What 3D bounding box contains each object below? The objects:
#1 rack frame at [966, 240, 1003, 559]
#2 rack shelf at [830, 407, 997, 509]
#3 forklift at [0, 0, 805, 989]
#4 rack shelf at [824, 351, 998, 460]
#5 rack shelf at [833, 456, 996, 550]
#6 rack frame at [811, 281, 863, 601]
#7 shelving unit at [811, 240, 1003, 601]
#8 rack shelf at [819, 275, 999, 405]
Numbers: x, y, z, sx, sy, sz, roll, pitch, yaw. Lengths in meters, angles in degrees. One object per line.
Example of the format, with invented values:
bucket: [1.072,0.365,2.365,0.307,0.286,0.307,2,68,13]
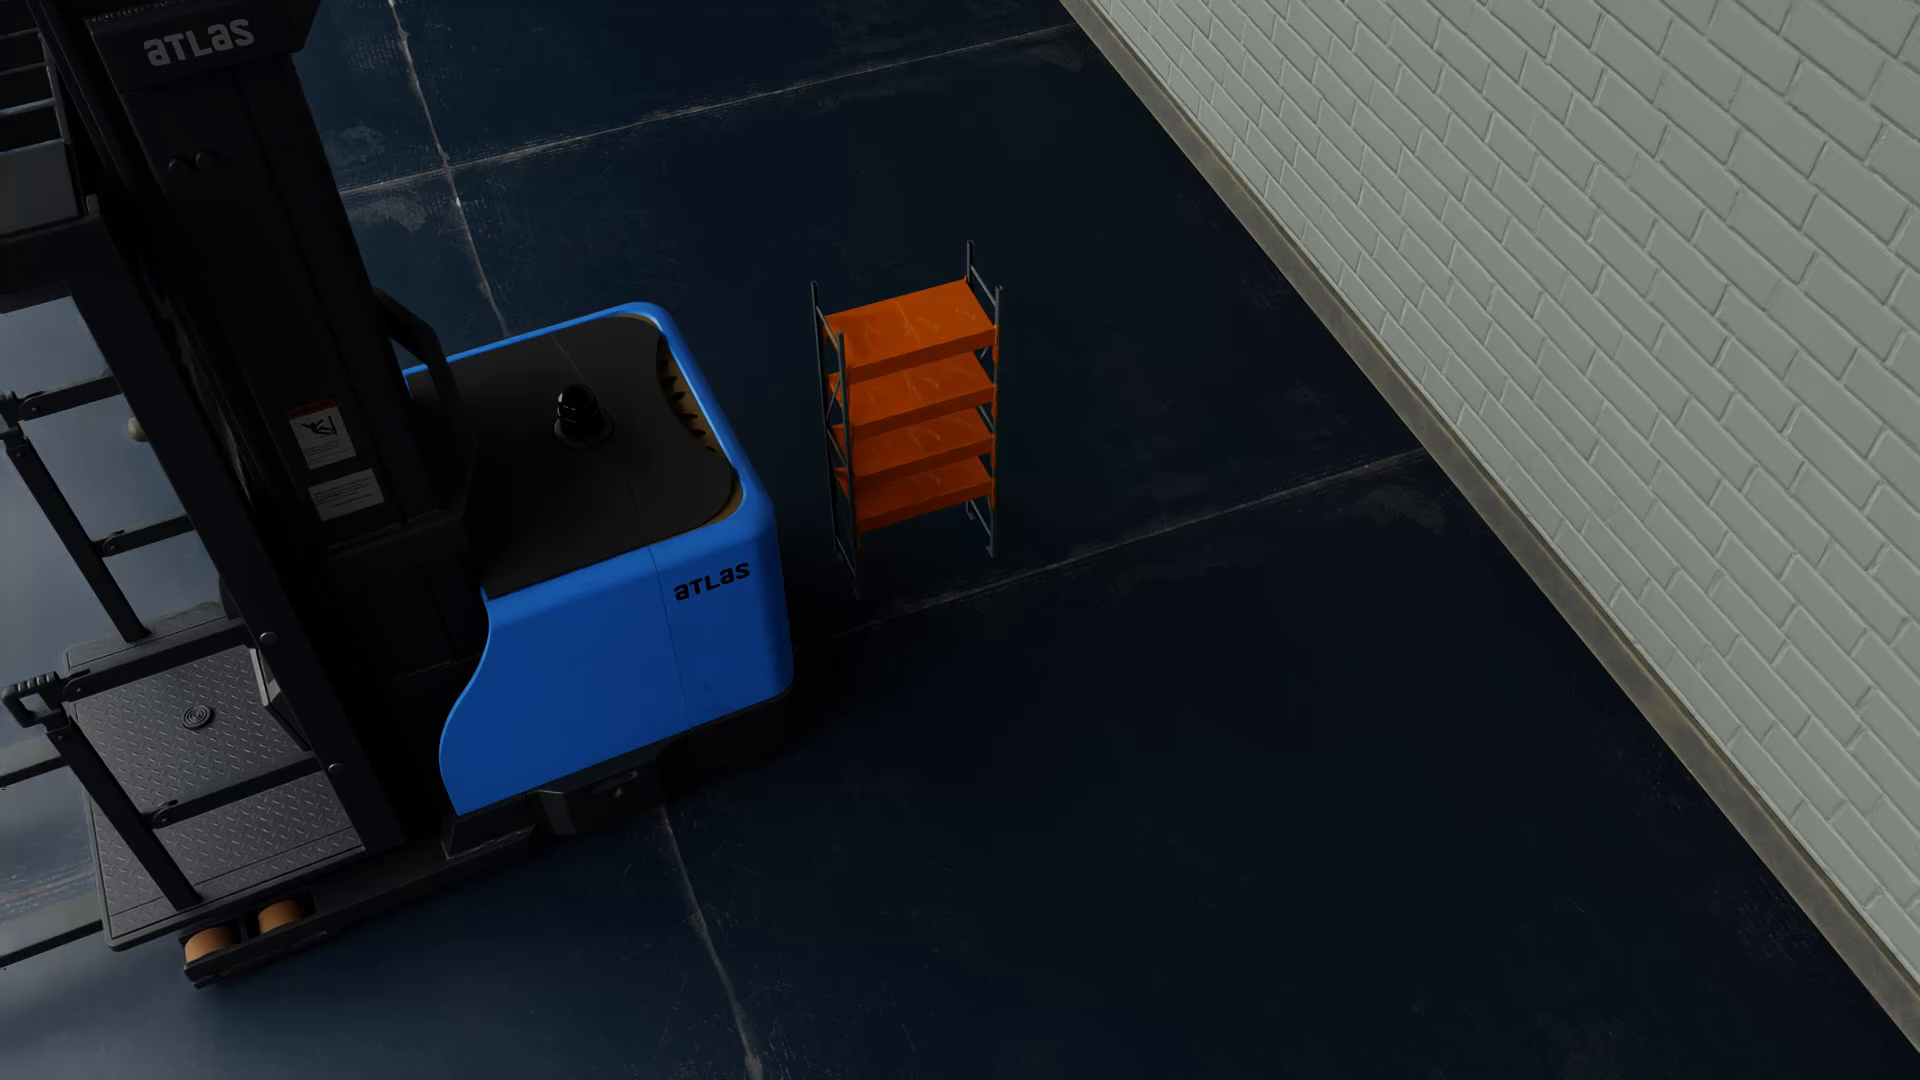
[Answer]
rack frame: [0.073,-0.413,5.314,0.015,1.200,0.240,-17,52,-14]
rack shelf: [-0.153,-0.300,5.305,0.480,0.148,0.258,-17,52,-14]
forklift: [-2.040,-0.177,3.970,3.031,2.935,1.130,-20,52,-16]
rack shelf: [-0.153,-0.445,5.135,0.480,0.148,0.258,-17,52,-14]
rack shelf: [-0.153,-0.170,5.456,0.480,0.148,0.258,-17,52,-14]
rack frame: [-0.379,-0.273,5.194,0.015,1.200,0.240,-17,52,-14]
shelving unit: [-0.153,-0.343,5.254,0.503,1.200,0.258,-17,52,-14]
rack shelf: [-0.153,-0.599,4.956,0.480,0.148,0.258,-17,52,-14]
